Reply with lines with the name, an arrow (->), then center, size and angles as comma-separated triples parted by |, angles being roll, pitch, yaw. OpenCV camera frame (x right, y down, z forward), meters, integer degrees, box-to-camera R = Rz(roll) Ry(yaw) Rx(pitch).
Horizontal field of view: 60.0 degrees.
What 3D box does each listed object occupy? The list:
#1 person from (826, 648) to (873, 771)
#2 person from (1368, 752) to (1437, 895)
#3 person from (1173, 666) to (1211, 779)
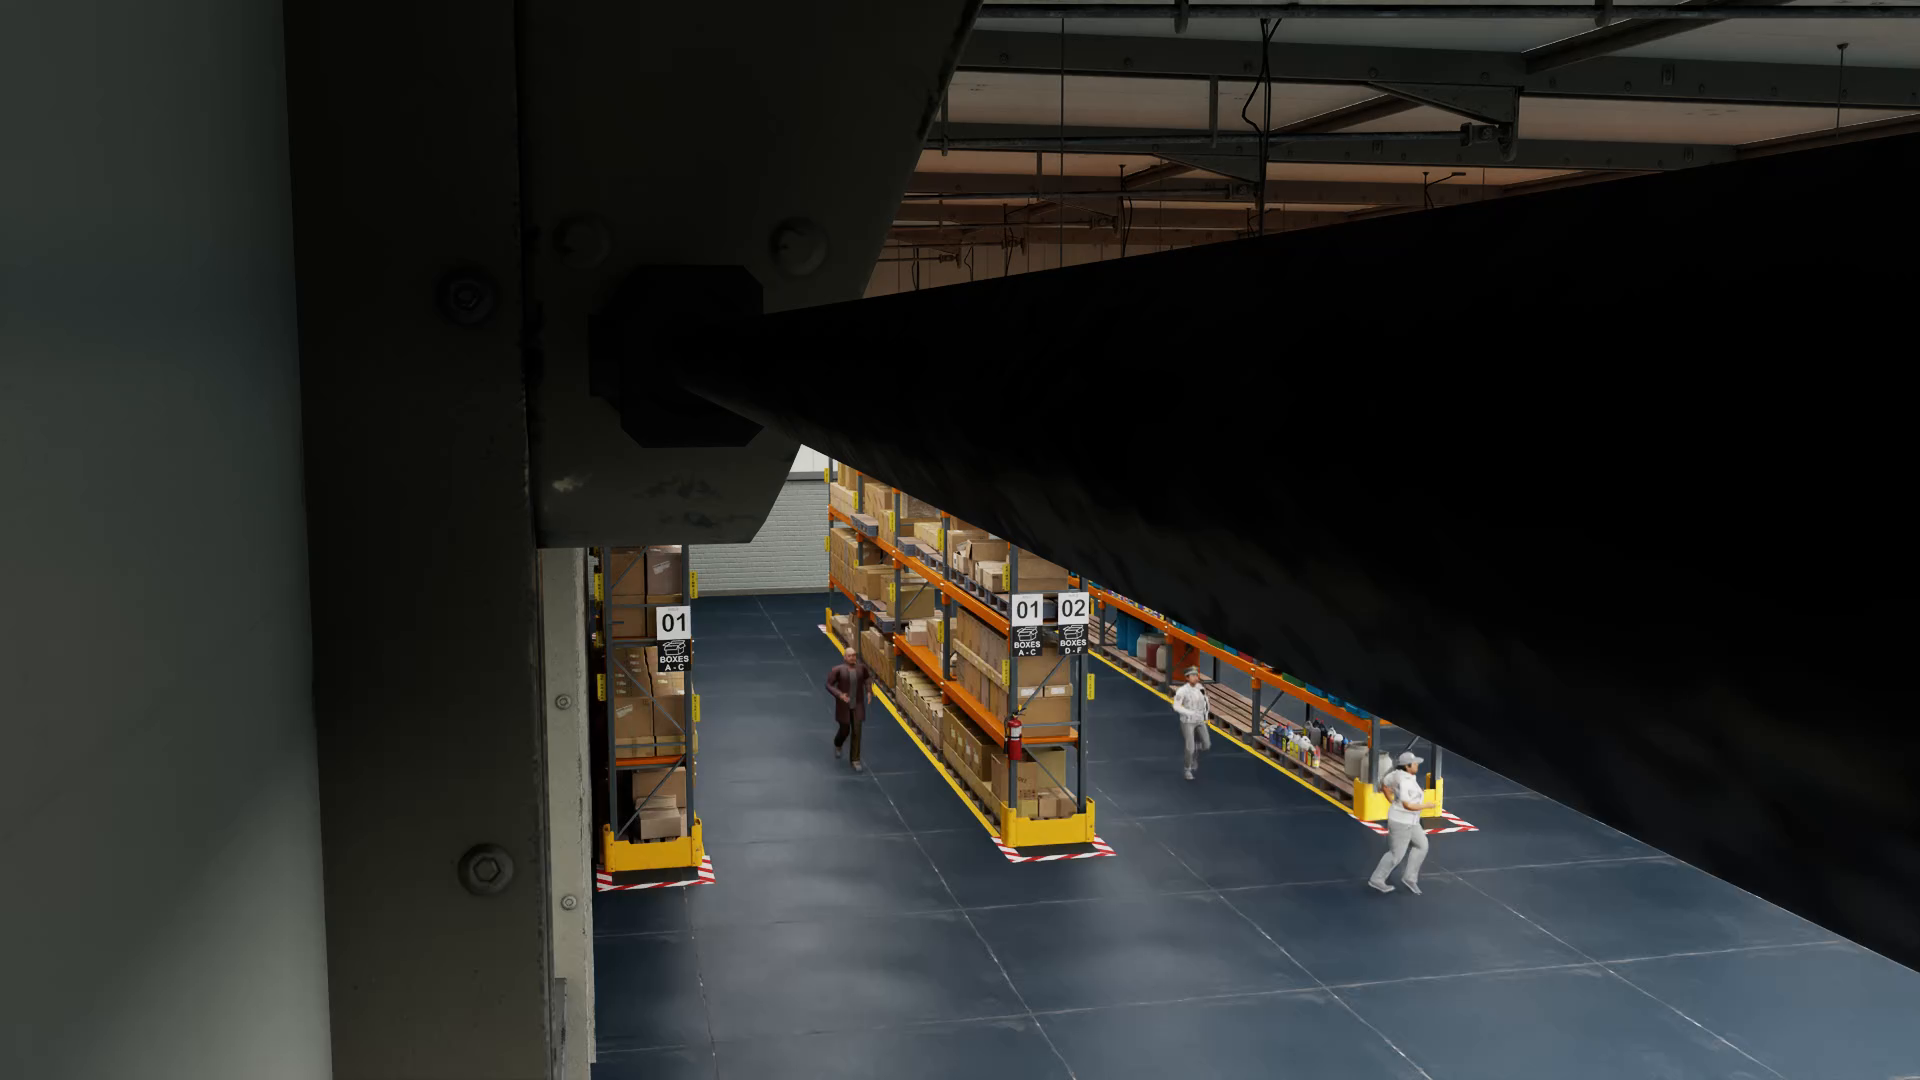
person -> -1.636, 2.481, 24.772 | 0.736, 1.789, 0.841 | -2, 7, -19
person -> 5.072, 3.266, 19.029 | 0.733, 1.715, 0.590 | 2, 7, 15
person -> 3.379, 2.630, 23.927 | 0.668, 1.668, 0.513 | -3, 7, -25
